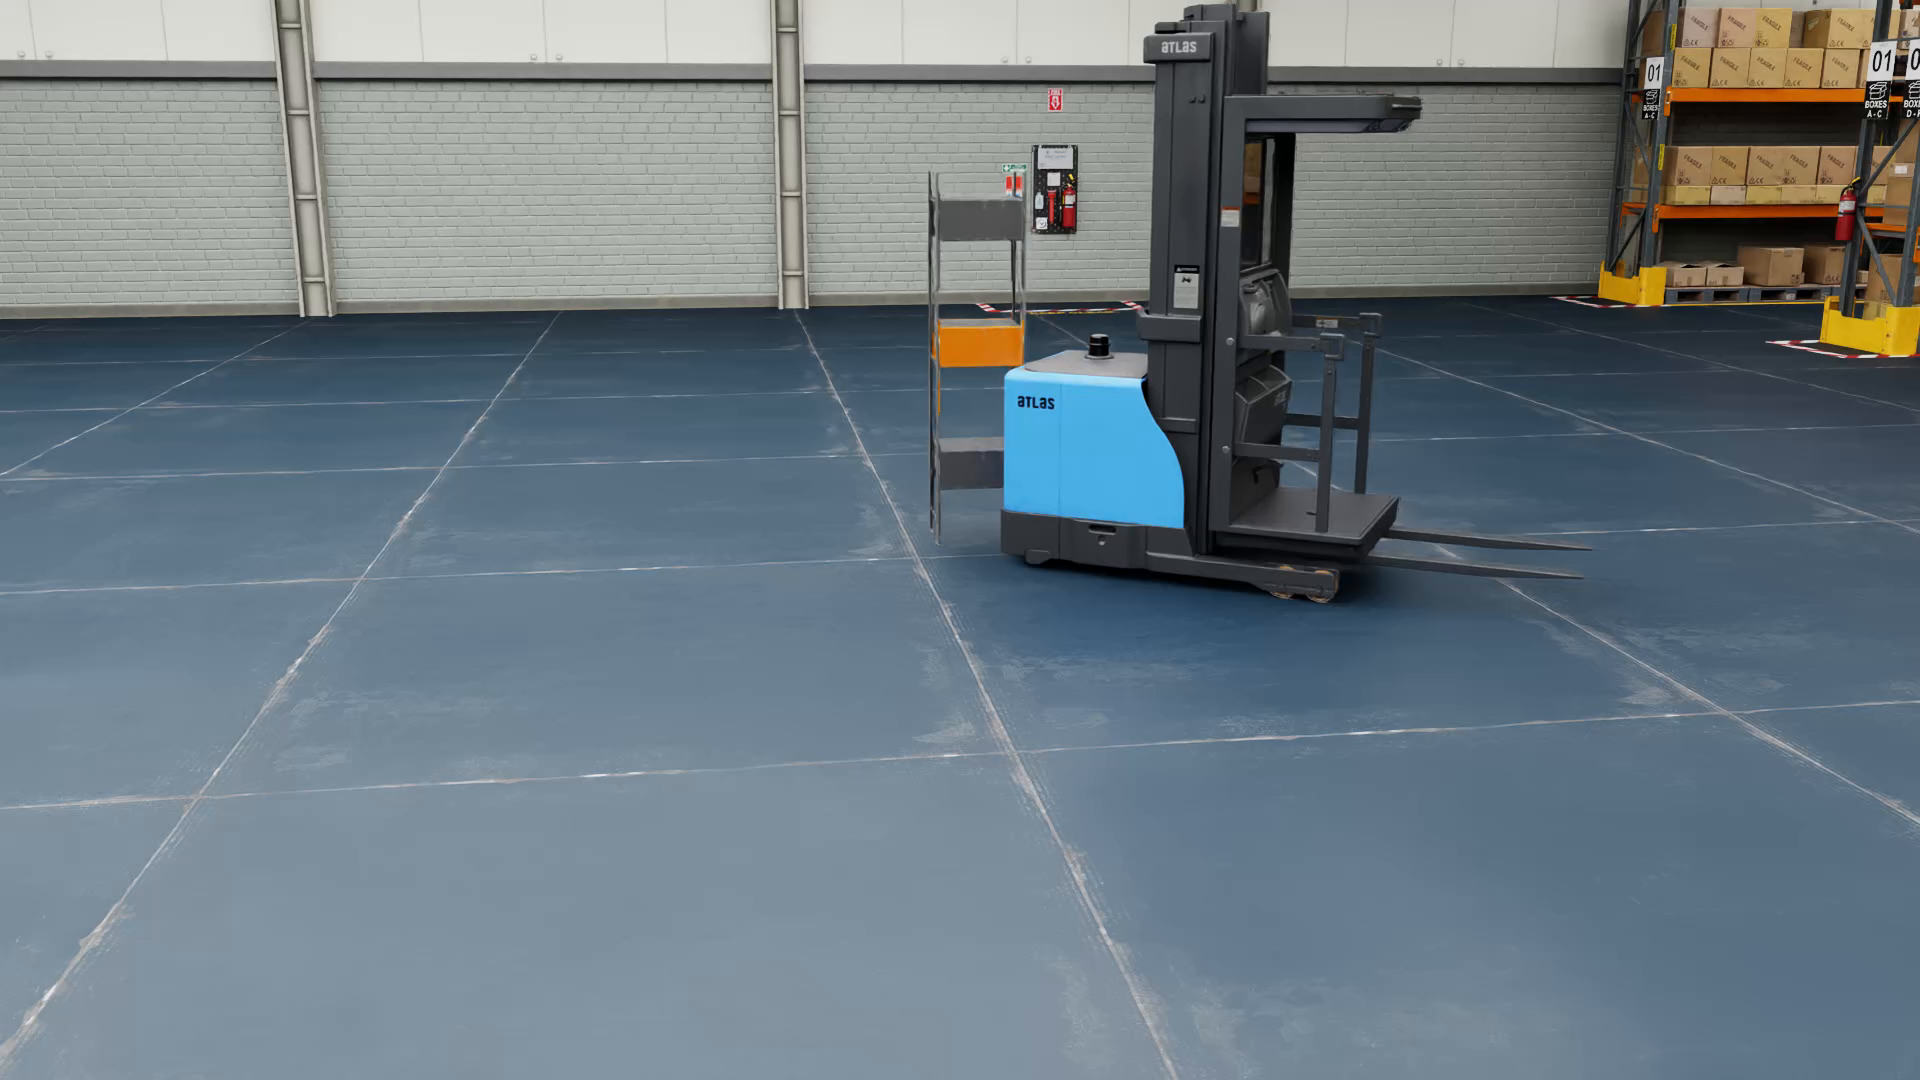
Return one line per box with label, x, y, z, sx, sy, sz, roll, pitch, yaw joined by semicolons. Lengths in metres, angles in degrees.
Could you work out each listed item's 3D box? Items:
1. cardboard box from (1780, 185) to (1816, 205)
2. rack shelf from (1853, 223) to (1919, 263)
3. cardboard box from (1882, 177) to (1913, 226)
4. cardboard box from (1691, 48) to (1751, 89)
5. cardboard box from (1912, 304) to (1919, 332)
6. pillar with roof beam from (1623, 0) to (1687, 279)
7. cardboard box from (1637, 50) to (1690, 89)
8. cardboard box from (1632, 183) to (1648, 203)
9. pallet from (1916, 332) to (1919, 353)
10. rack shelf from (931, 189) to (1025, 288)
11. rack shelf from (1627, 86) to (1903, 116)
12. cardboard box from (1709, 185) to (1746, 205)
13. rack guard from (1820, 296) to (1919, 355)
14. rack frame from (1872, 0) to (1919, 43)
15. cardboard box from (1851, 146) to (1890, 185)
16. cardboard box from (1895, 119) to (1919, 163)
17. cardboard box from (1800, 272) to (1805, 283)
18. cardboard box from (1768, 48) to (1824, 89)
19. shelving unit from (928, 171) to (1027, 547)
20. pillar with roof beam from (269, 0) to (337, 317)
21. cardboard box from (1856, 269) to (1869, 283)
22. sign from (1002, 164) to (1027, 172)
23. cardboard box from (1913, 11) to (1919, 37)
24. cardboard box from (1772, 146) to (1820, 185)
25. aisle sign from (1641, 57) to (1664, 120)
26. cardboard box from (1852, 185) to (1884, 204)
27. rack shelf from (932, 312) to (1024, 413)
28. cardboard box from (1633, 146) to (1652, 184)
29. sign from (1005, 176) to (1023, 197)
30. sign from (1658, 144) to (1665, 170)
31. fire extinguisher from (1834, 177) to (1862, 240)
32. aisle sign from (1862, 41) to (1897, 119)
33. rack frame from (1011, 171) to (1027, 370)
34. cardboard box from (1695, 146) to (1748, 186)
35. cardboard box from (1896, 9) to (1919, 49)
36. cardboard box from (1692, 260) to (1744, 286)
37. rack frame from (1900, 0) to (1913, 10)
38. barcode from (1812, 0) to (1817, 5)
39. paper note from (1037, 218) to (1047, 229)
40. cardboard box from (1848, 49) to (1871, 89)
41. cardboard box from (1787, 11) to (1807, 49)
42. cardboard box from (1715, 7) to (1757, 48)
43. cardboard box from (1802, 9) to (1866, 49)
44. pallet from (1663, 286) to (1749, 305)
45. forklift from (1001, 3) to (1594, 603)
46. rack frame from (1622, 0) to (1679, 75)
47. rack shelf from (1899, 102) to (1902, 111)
cardboard box;11.148;-4.663;22.416;0.500;0.250;0.500;-2;14;-8
rack shelf;11.822;-3.260;18.032;4.000;0.370;1.077;-2;14;-8
cardboard box;10.307;-3.598;17.699;0.500;0.500;0.700;-2;14;-8
cardboard box;10.007;-6.204;21.879;0.500;0.500;0.500;-1;14;-5
cardboard box;10.407;-2.372;17.803;0.500;0.250;0.500;-2;14;-8
pillar with roof beam;10.307;-6.835;18.478;0.400;9.000;9.100;-2;14;-8
cardboard box;9.477;-6.317;22.330;0.500;0.500;0.500;-1;14;-4
cardboard box;9.536;-4.728;22.676;0.500;0.250;0.500;-2;14;-7
pallet;10.594;-2.221;18.145;1.213;0.211;1.003;-2;14;-8
rack shelf;0.092;-1.700;9.363;0.480;0.518;0.431;-2;14;-7
rack shelf;11.080;-5.906;22.418;4.000;0.370;1.077;-2;14;-8
cardboard box;10.143;-4.628;22.277;0.500;0.250;0.500;-3;14;-10
rack guard;9.820;-2.323;17.956;0.348;0.500;1.175;-2;14;-8
rack frame;9.844;-6.446;16.926;0.127;3.000;1.000;-2;14;-8
cardboard box;12.143;-5.062;22.466;0.500;0.500;0.500;-2;14;-9
cardboard box;10.360;-4.230;17.548;0.500;0.500;0.700;-2;14;-8
cardboard box;11.473;-3.650;23.066;0.250;0.149;0.380;-3;14;-13
cardboard box;11.046;-6.248;22.055;0.500;0.500;0.500;-1;14;-5
shelving unit;0.092;-1.034;9.530;0.503;2.100;0.431;-2;14;-7
pillar with roof beam;-7.492;-6.183;15.877;0.400;9.000;9.100;-2;14;-8
cardboard box;12.533;-3.685;23.169;0.250;0.166;0.380;-4;15;-16
sign;0.727;-4.940;22.092;0.331;0.109;0.001;-2;14;-8
cardboard box;10.413;-5.333;17.289;0.637;0.503;0.797;-1;14;-4
cardboard box;11.130;-5.028;22.328;0.500;0.500;0.500;-2;14;-7
aisle sign;9.076;-5.914;21.792;0.004;0.787;0.394;-2;14;-8
cardboard box;12.140;-4.703;22.577;0.500;0.250;0.500;-2;14;-8
rack shelf;0.092;-1.021;9.533;0.480;0.518;0.431;-2;14;-7
cardboard box;9.537;-5.096;22.603;0.500;0.500;0.500;-2;14;-9
sign;0.721;-4.685;22.164;0.234;0.329;0.001;-2;14;-8
sign;9.183;-5.017;21.781;0.005;0.325;0.100;-2;14;-8
fire extinguisher;9.658;-3.606;18.093;0.183;0.674;0.296;-2;14;-8
aisle sign;9.735;-4.865;17.612;0.004;0.787;0.394;-2;14;-8
rack frame;0.334;-1.042;9.560;0.015;2.100;0.400;-2;14;-7
cardboard box;10.109;-4.989;22.173;0.500;0.500;0.500;-2;14;-8
cardboard box;12.603;-6.787;22.151;0.500;0.500;0.500;-3;14;-13
cardboard box;10.364;-3.661;22.776;0.500;0.311;0.500;-1;14;-4
rack frame;13.058;-7.782;22.255;0.127;3.000;1.000;-2;14;-8
barcode;11.619;-7.302;22.600;0.075;0.075;0.001;-2;14;-8
paper note;1.098;-4.246;22.297;0.142;0.148;0.016;-2;14;-8
cardboard box;12.093;-6.293;22.234;0.500;0.500;0.500;-3;14;-13
cardboard box;11.017;-6.856;22.423;0.500;0.500;0.500;-2;14;-8
cardboard box;10.023;-6.687;21.752;0.500;0.500;0.500;-2;14;-9
cardboard box;11.547;-6.743;21.976;0.500;0.500;0.500;-3;14;-10
pallet;9.986;-3.399;22.840;1.213;0.211;1.003;-2;14;-8
forklift;1.787;-1.249;8.677;3.031;2.935;1.130;6;15;23
rack frame;9.102;-7.637;21.677;0.127;3.000;1.000;-2;14;-8
rack shelf;15.035;-6.051;22.996;4.000;0.370;1.077;-2;14;-8
